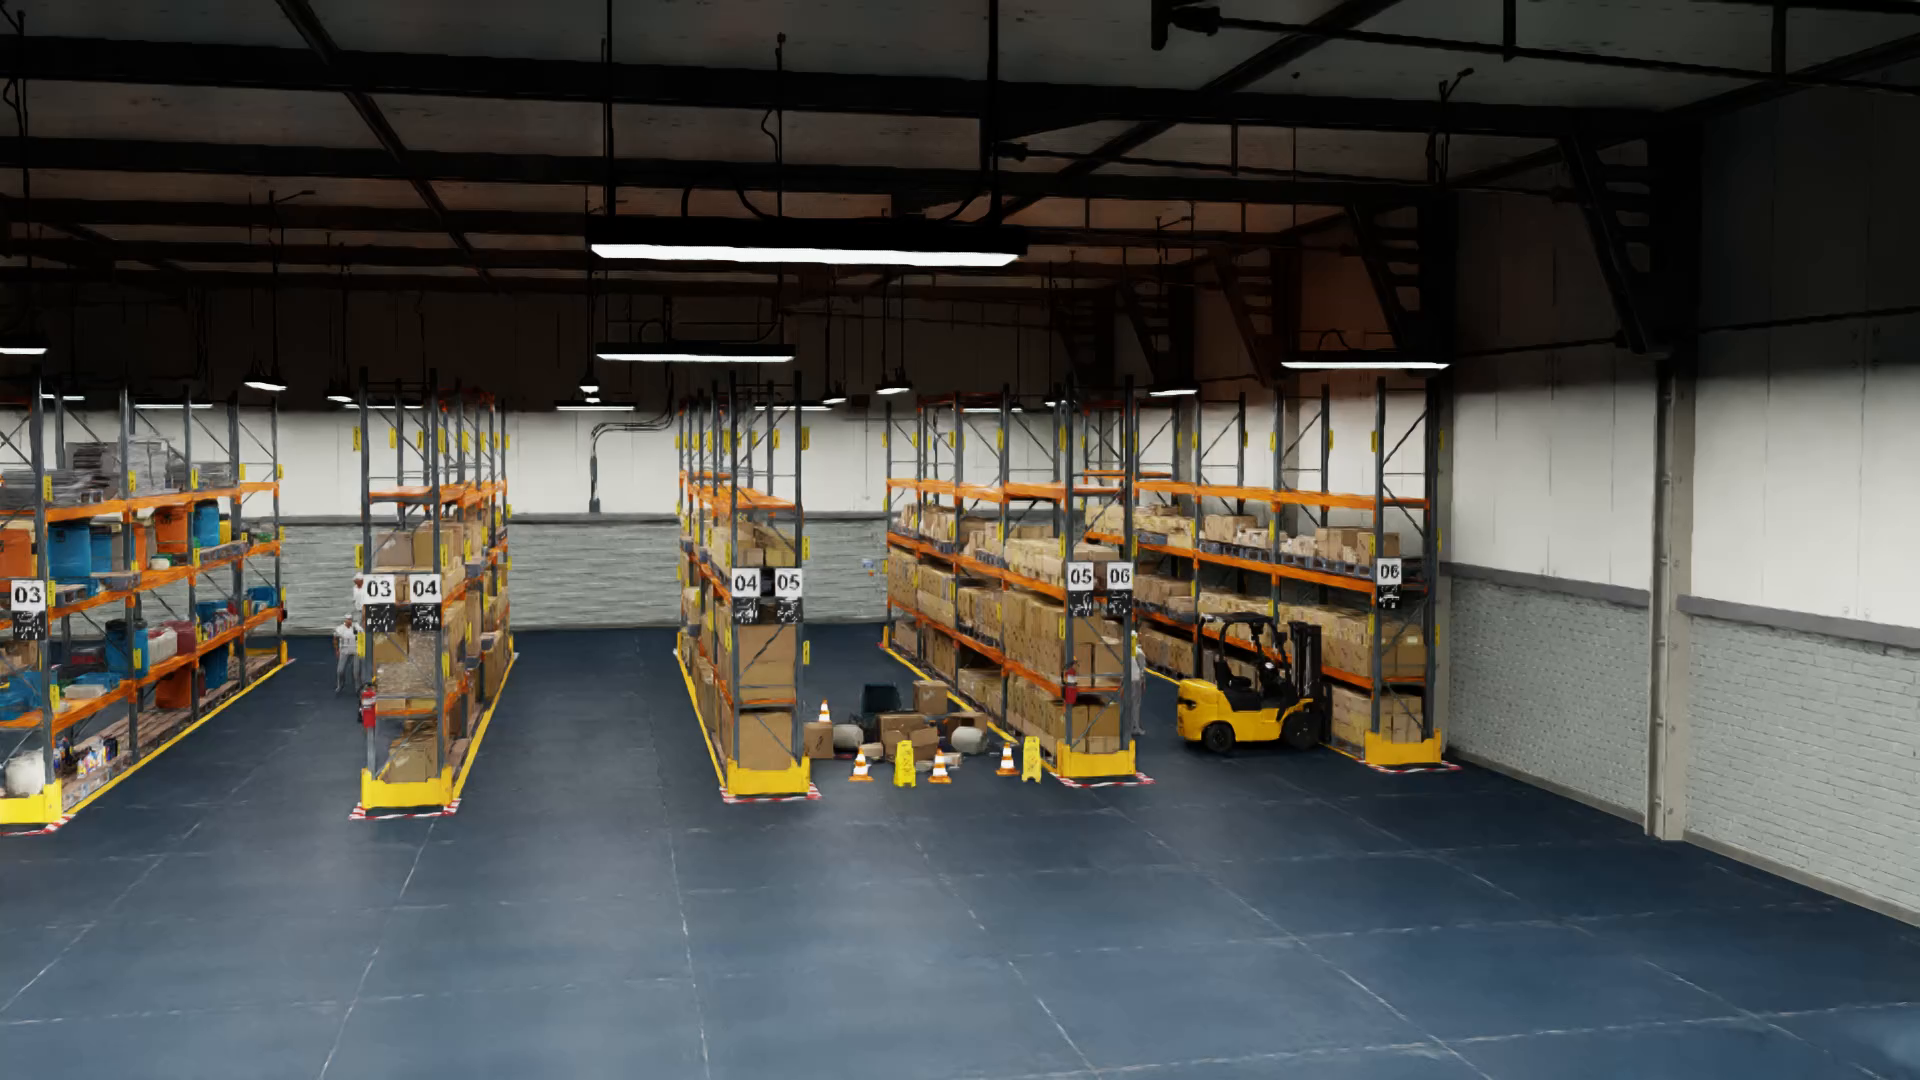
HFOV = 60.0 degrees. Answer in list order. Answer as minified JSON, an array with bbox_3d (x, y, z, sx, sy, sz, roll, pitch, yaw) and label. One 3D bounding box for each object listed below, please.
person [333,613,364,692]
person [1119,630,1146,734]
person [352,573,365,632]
[{"bbox_3d":[-12.169,2.234,33.125,0.608,1.611,0.575,-1,4,-15],"label":"person"},{"bbox_3d":[2.969,2.406,28.450,0.444,1.775,0.581,-3,5,-44],"label":"person"},{"bbox_3d":[-14.692,1.686,41.072,0.613,1.755,0.578,2,4,24],"label":"person"}]
